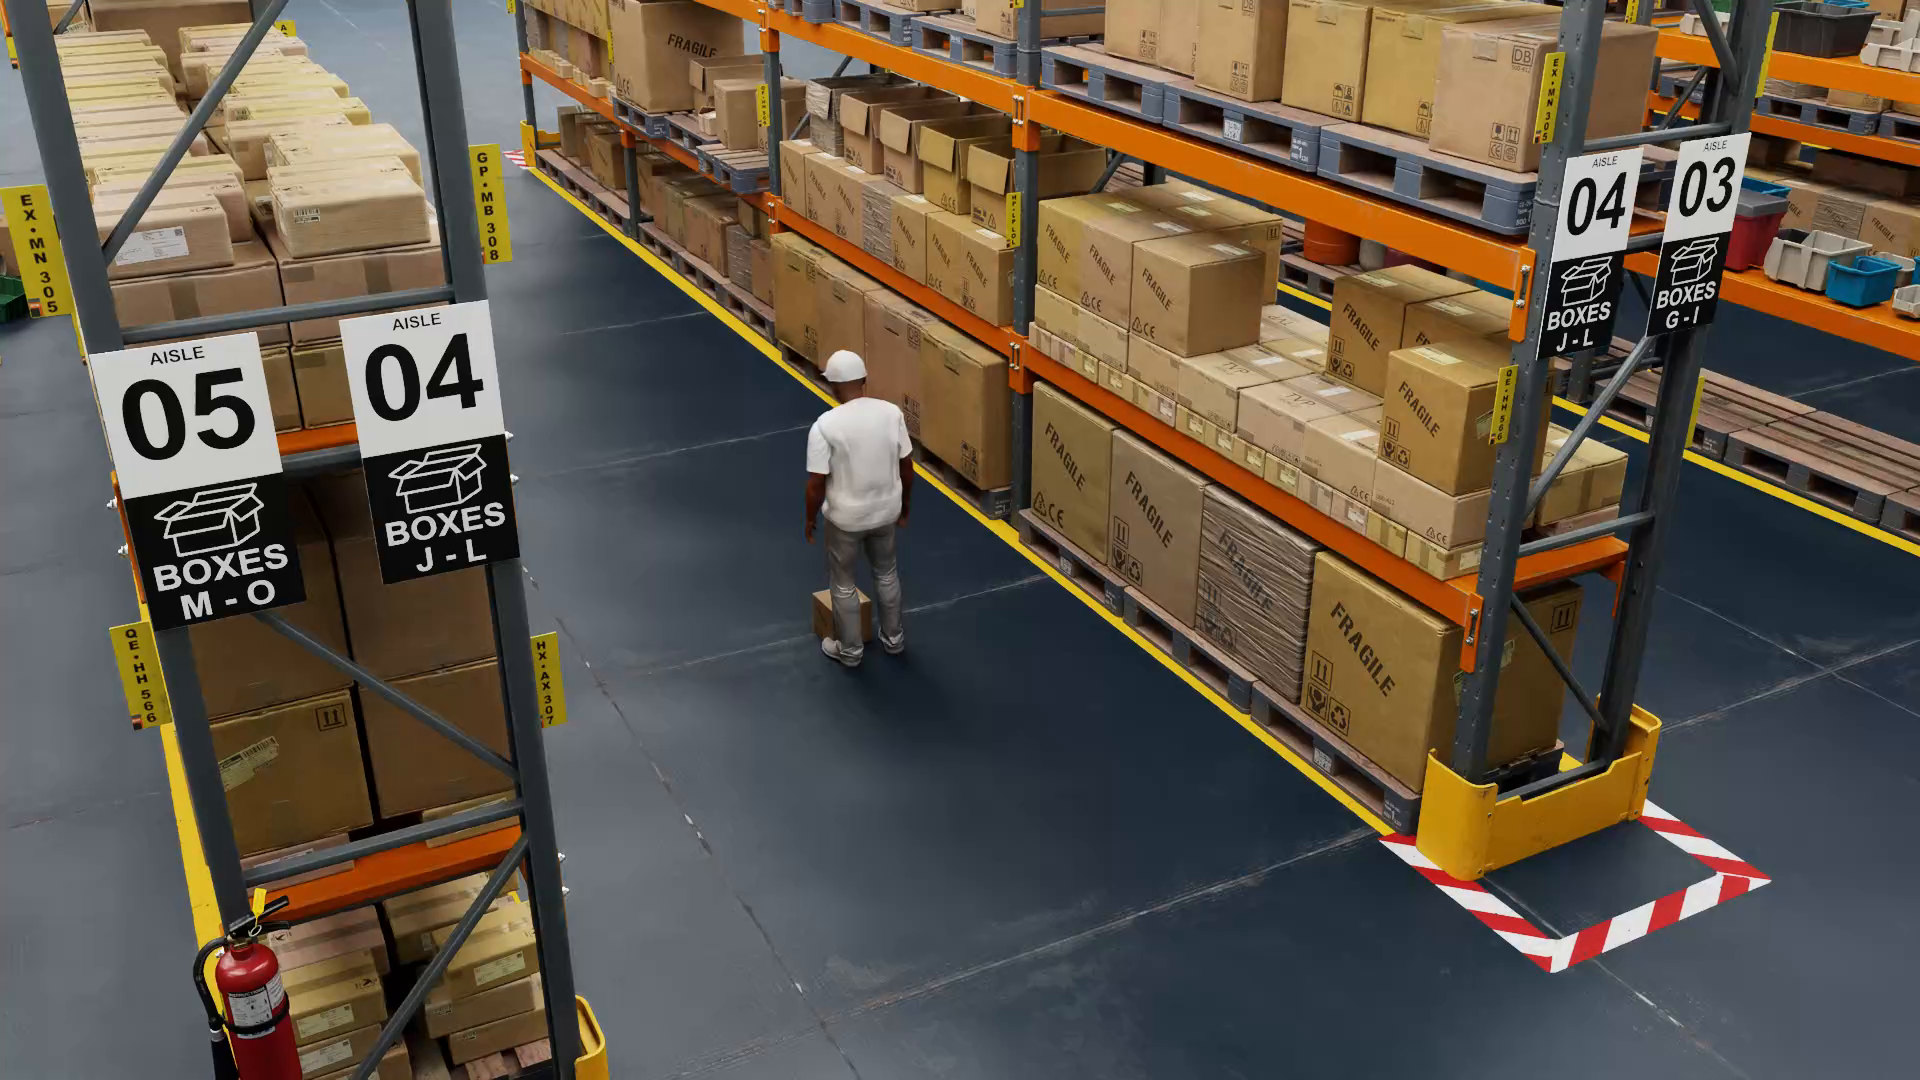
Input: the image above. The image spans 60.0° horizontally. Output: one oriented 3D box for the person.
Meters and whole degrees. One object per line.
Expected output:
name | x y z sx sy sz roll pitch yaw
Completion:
person | -0.544 -0.164 8.935 0.628 1.761 0.458 -13 28 -25
